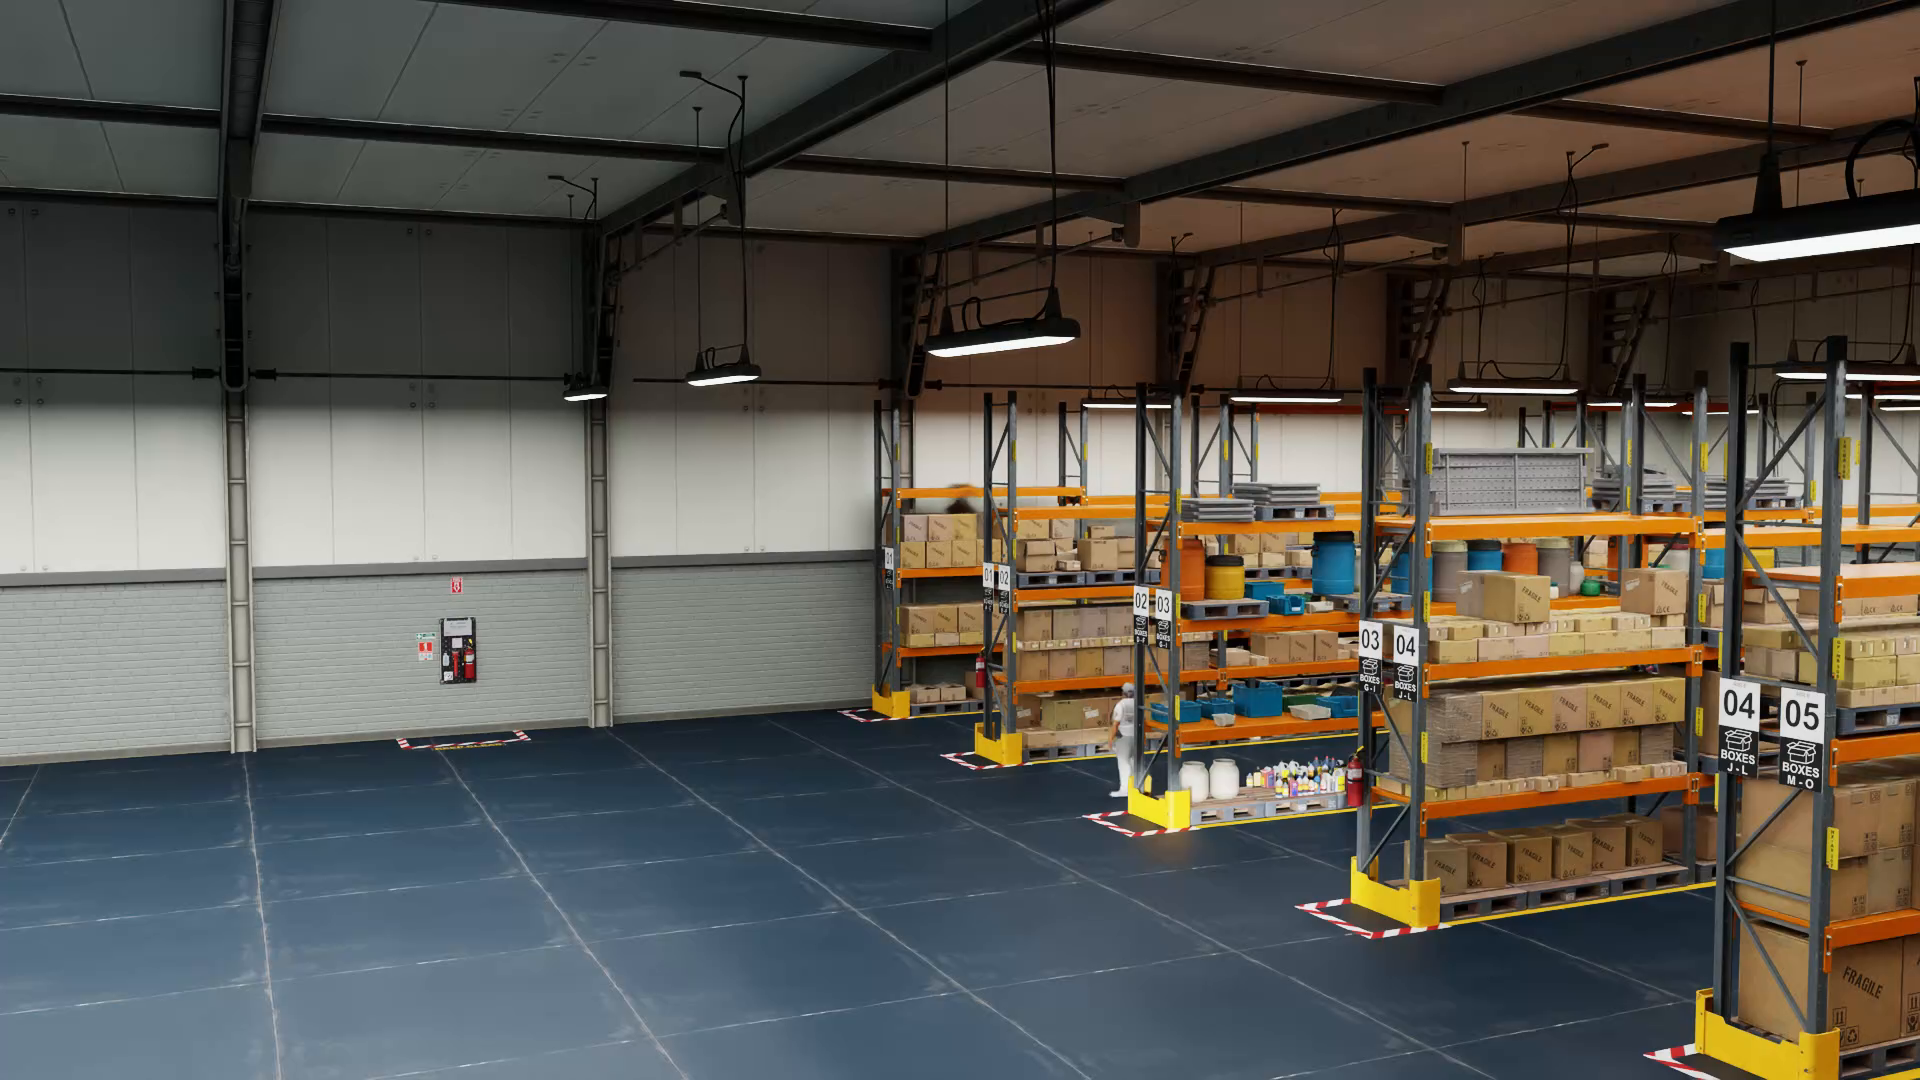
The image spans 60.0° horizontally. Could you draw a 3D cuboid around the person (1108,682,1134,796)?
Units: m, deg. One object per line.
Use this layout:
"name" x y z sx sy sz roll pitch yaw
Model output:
"person" 2.439 2.938 24.426 0.427 1.717 0.550 2 4 36
